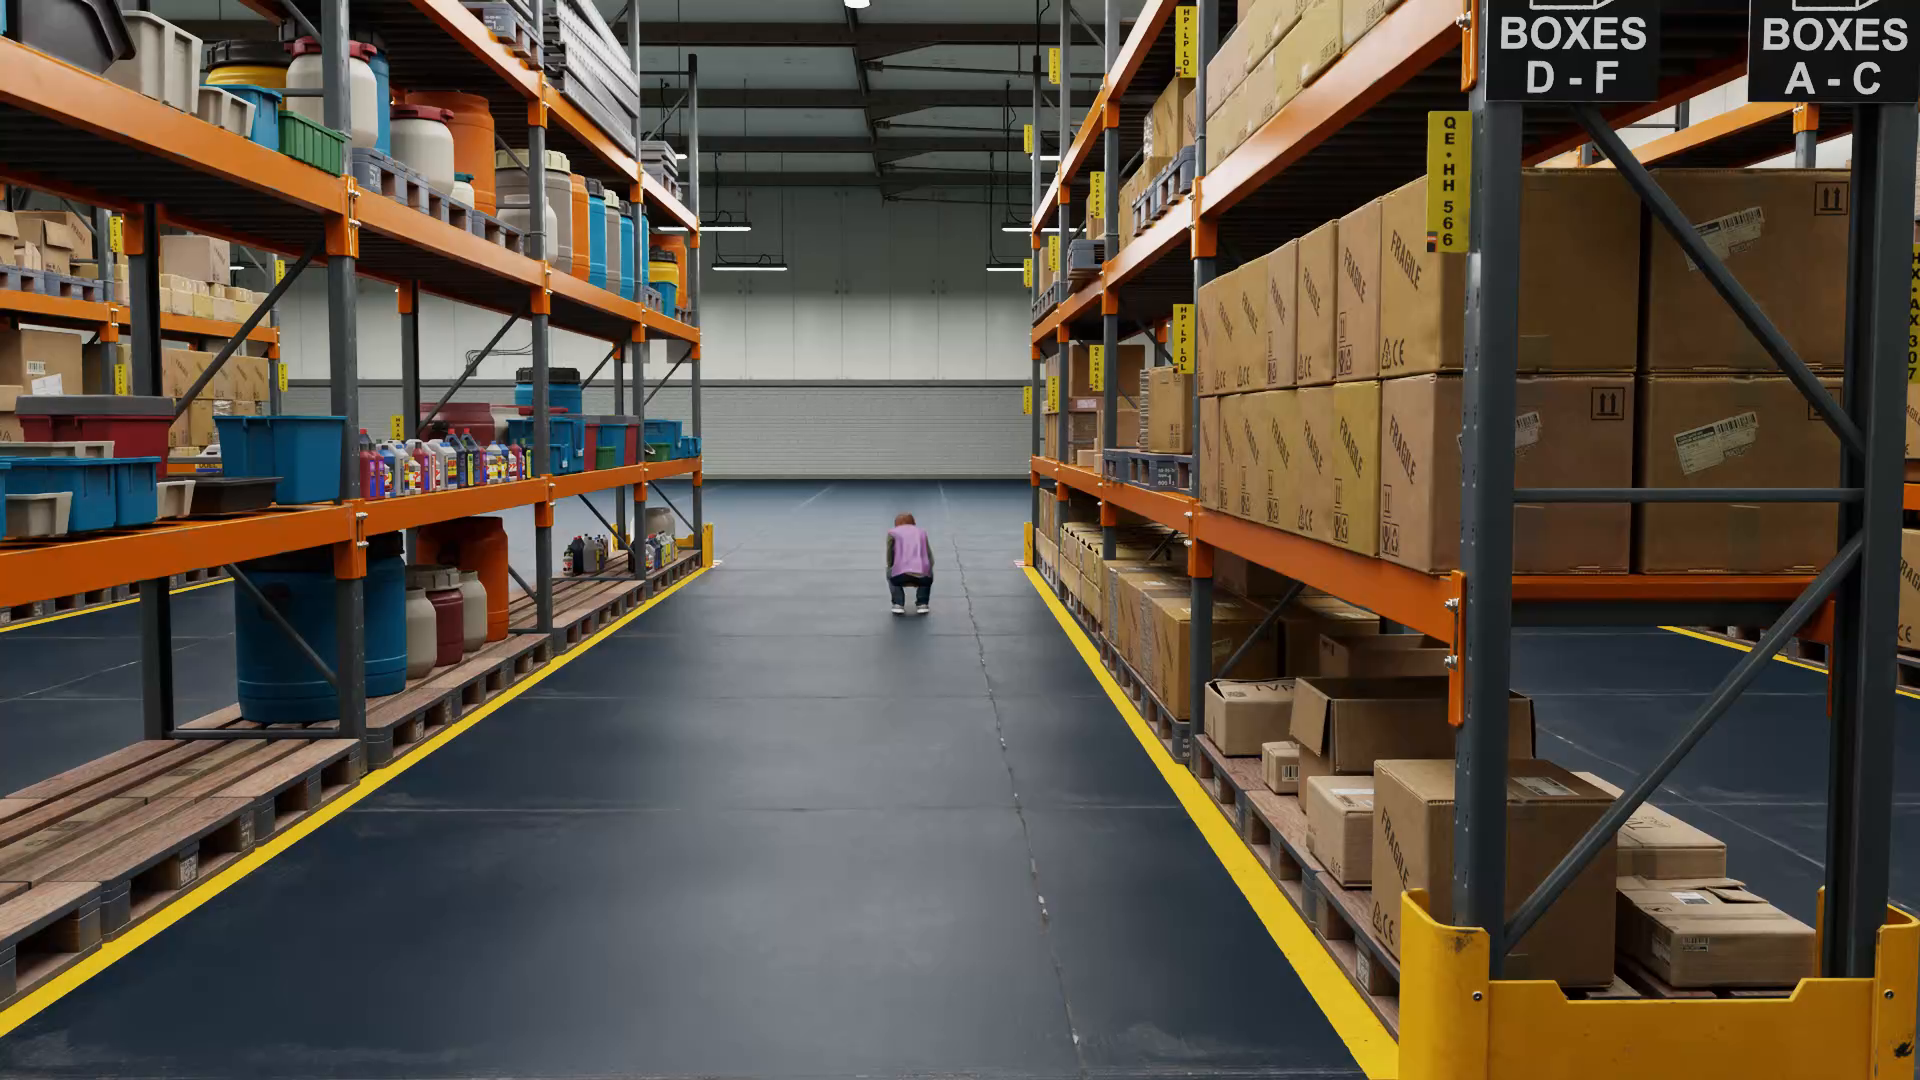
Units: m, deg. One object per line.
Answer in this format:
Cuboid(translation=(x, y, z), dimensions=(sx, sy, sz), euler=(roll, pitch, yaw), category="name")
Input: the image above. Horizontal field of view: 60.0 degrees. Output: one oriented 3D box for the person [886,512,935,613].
Cuboid(translation=(-0.448, 0.210, 14.973), dimensions=(0.449, 0.877, 0.811), euler=(0, 4, -1), category="person")
